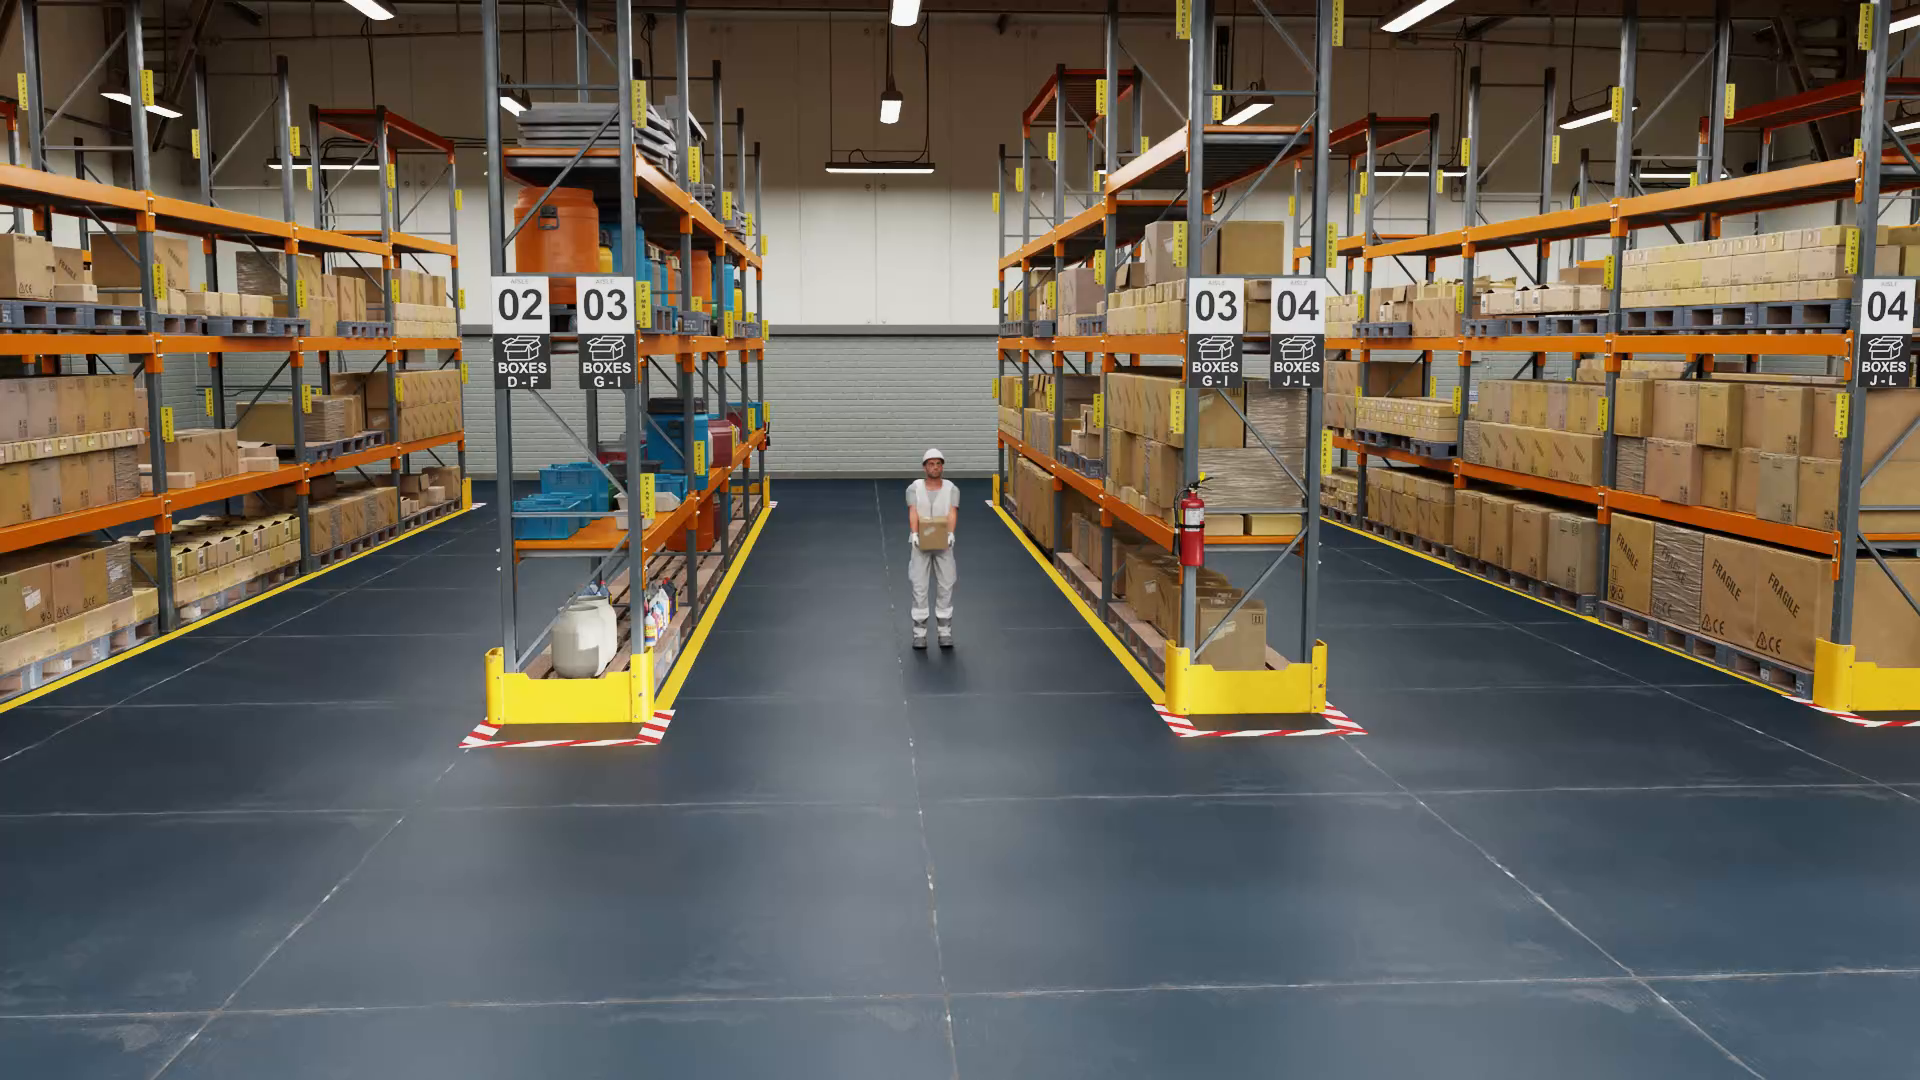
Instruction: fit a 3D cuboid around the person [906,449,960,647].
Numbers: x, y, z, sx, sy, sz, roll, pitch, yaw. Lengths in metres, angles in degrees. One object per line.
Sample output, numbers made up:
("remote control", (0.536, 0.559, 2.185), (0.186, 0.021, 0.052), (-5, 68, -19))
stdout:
("person", (-0.238, 0.082, 14.971), (0.494, 1.783, 0.563), (0, 7, -4))
